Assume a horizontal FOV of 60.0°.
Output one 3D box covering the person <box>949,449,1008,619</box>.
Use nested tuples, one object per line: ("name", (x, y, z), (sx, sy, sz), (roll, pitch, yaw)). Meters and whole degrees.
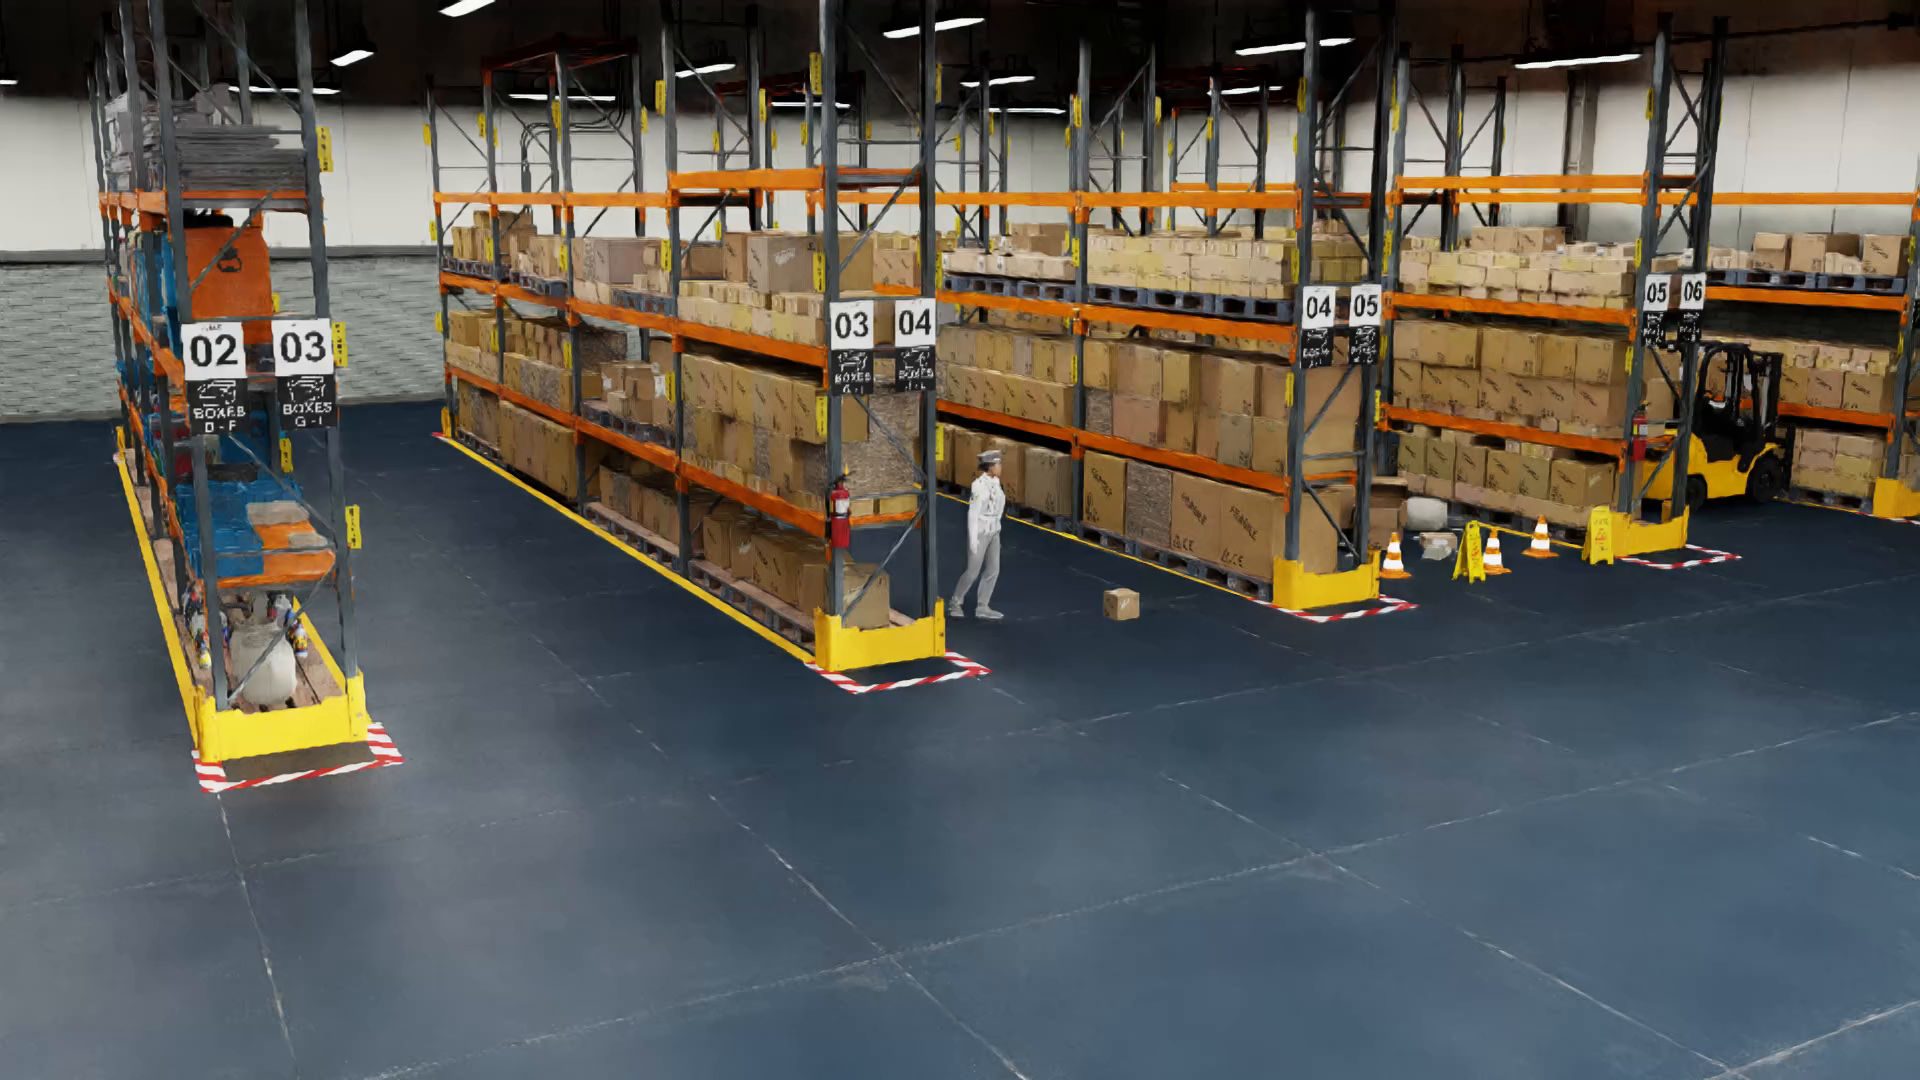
("person", (0.166, -0.065, 16.238), (0.530, 1.667, 0.525), (6, 13, 28))
